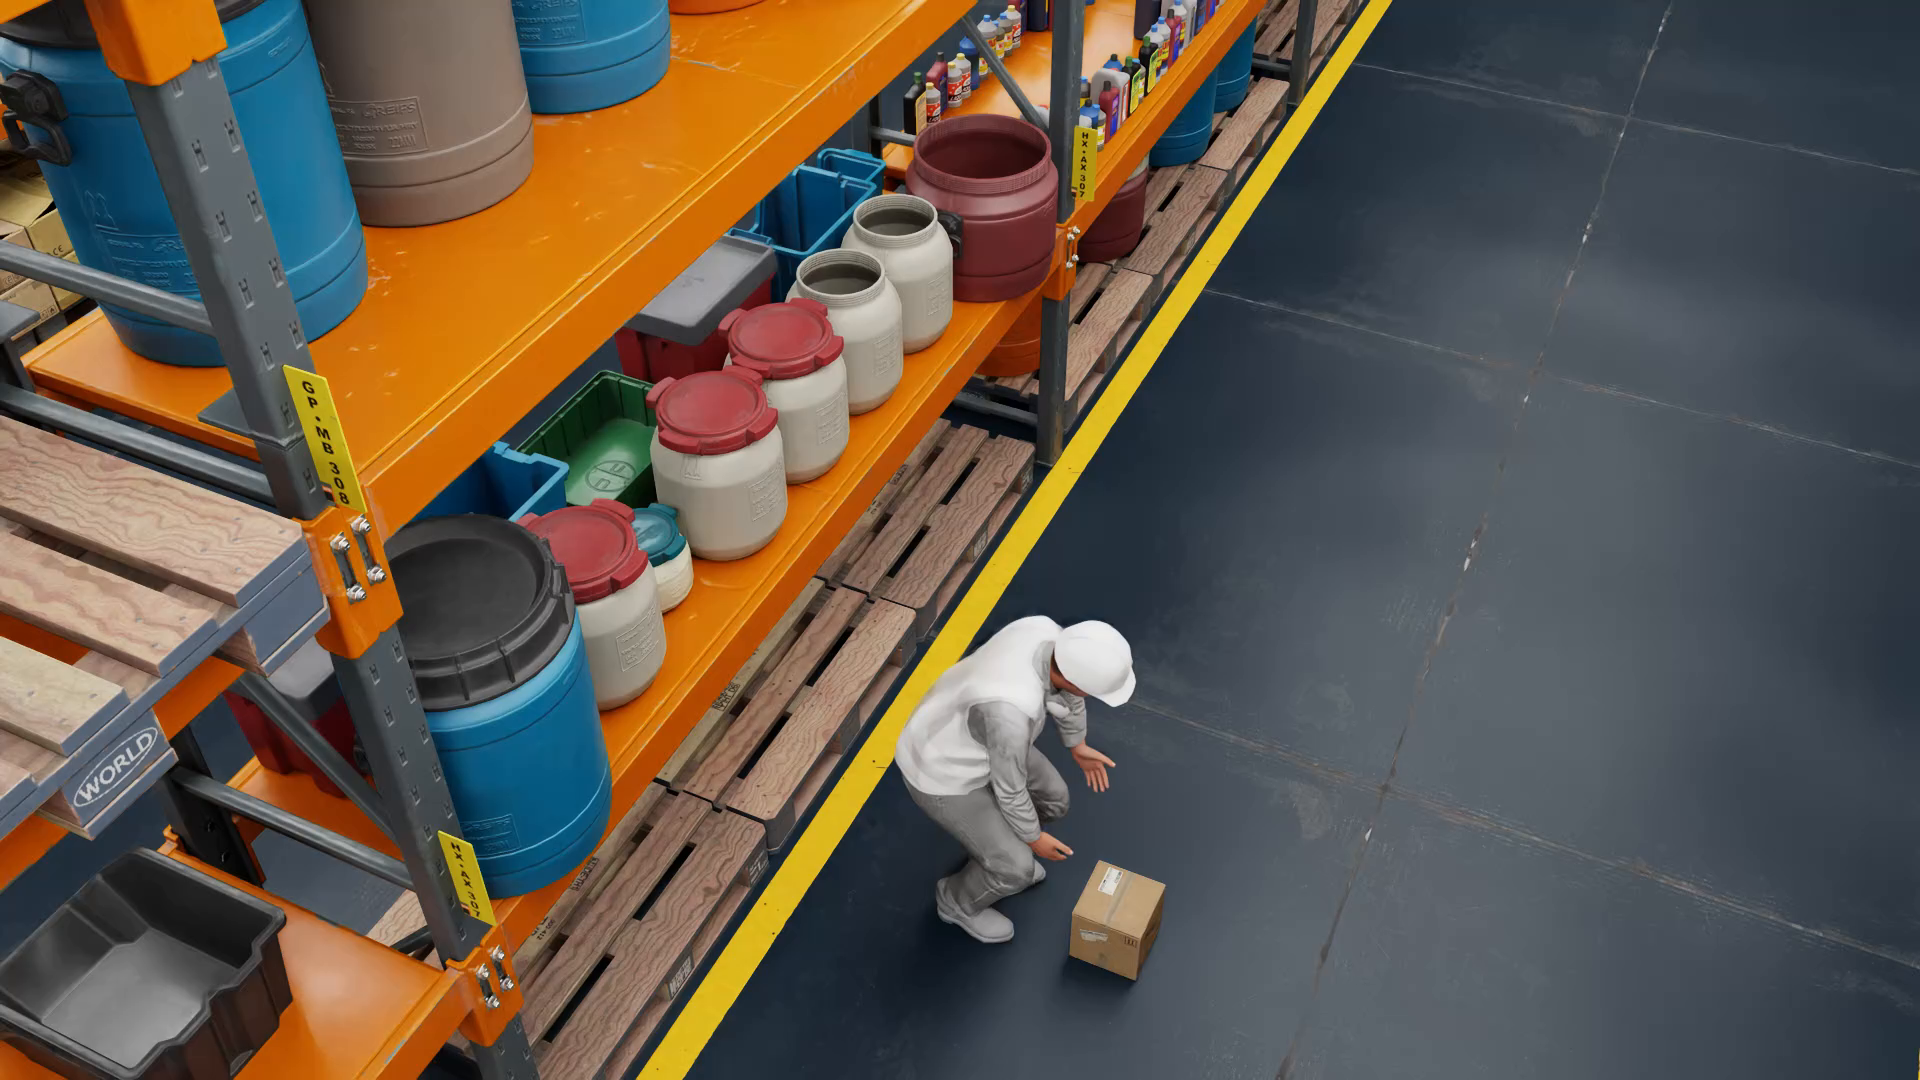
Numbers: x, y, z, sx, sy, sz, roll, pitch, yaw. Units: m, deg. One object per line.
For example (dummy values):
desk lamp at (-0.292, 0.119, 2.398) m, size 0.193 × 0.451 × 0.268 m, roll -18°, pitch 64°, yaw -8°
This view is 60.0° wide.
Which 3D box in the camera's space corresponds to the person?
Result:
person at (0.182, 0.742, 5.555) m, size 0.753 × 1.449 × 0.591 m, roll 17°, pitch 45°, yaw 19°
